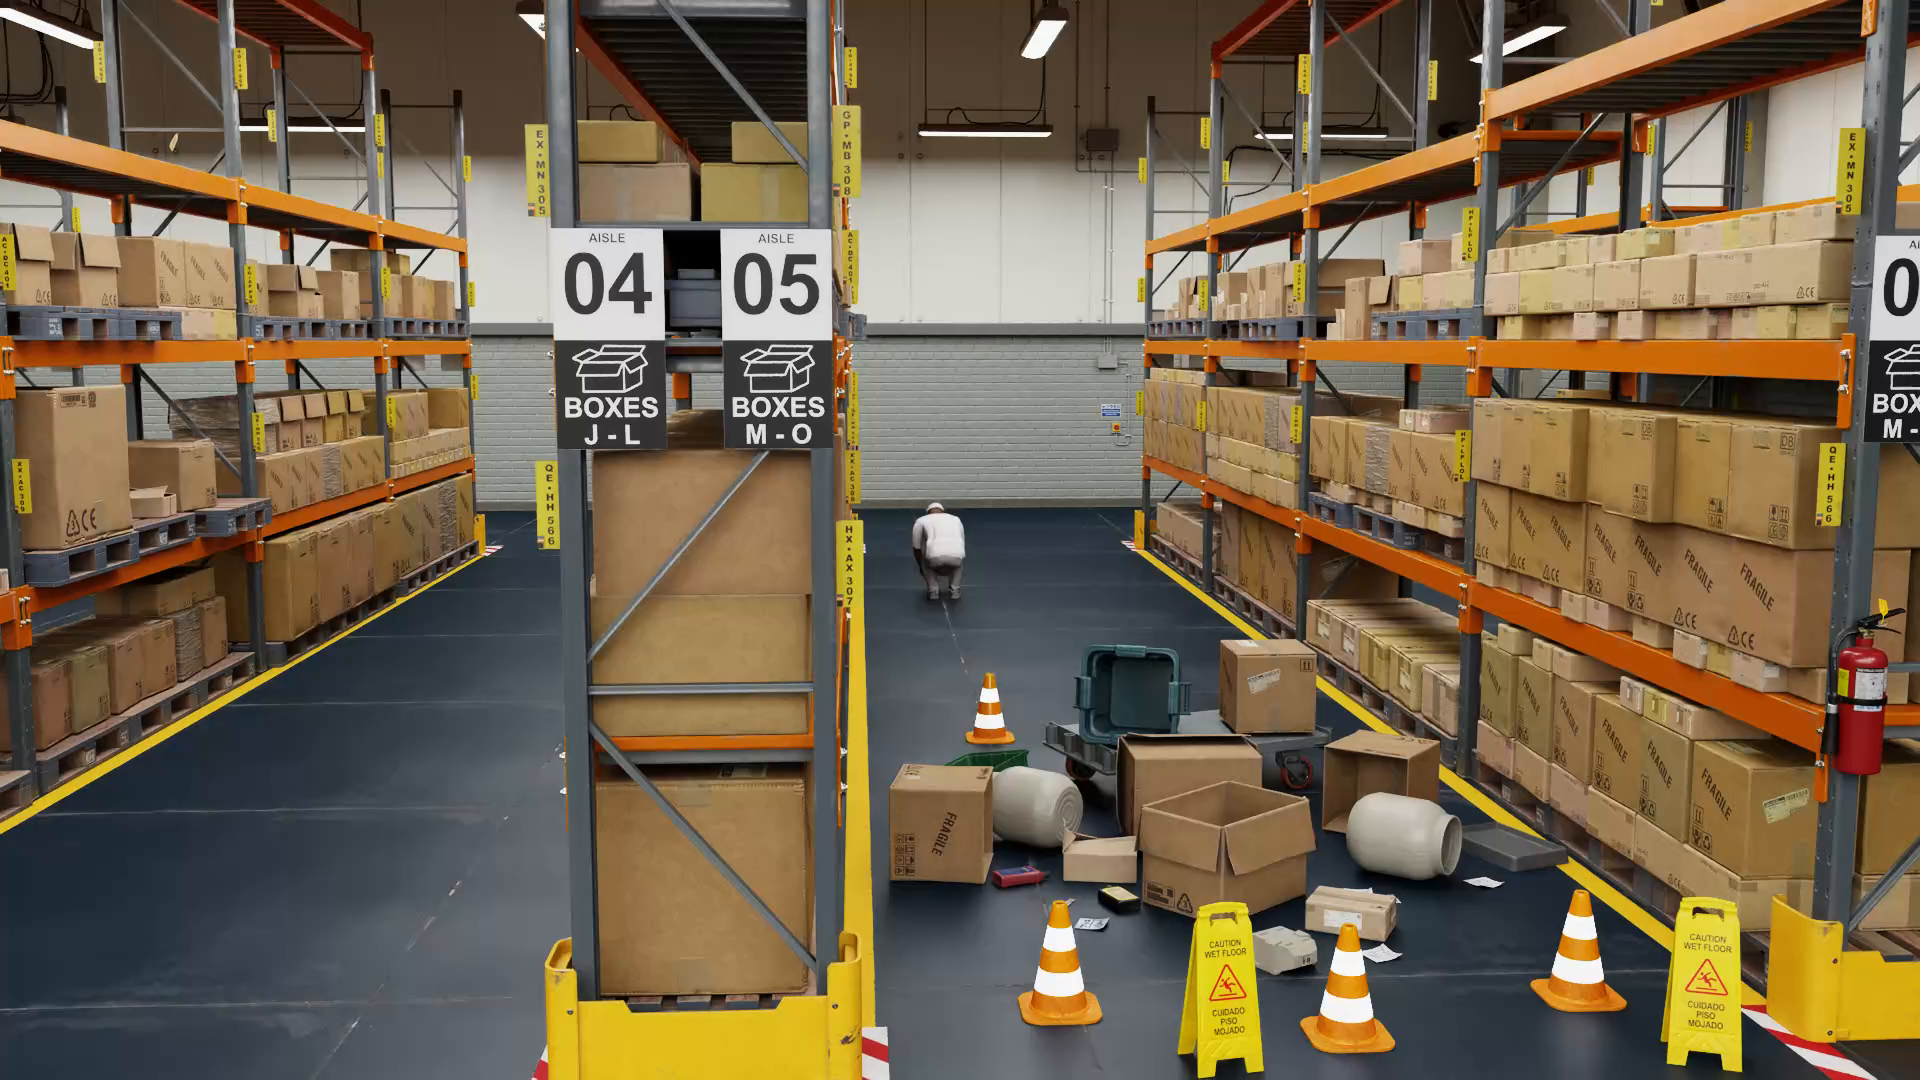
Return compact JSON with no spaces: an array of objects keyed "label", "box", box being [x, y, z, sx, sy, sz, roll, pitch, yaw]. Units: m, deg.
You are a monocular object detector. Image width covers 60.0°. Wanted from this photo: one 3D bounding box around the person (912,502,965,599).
[{"label":"person","box":[-0.226,0.121,18.311,0.585,1.018,0.882,0,7,-4]}]
